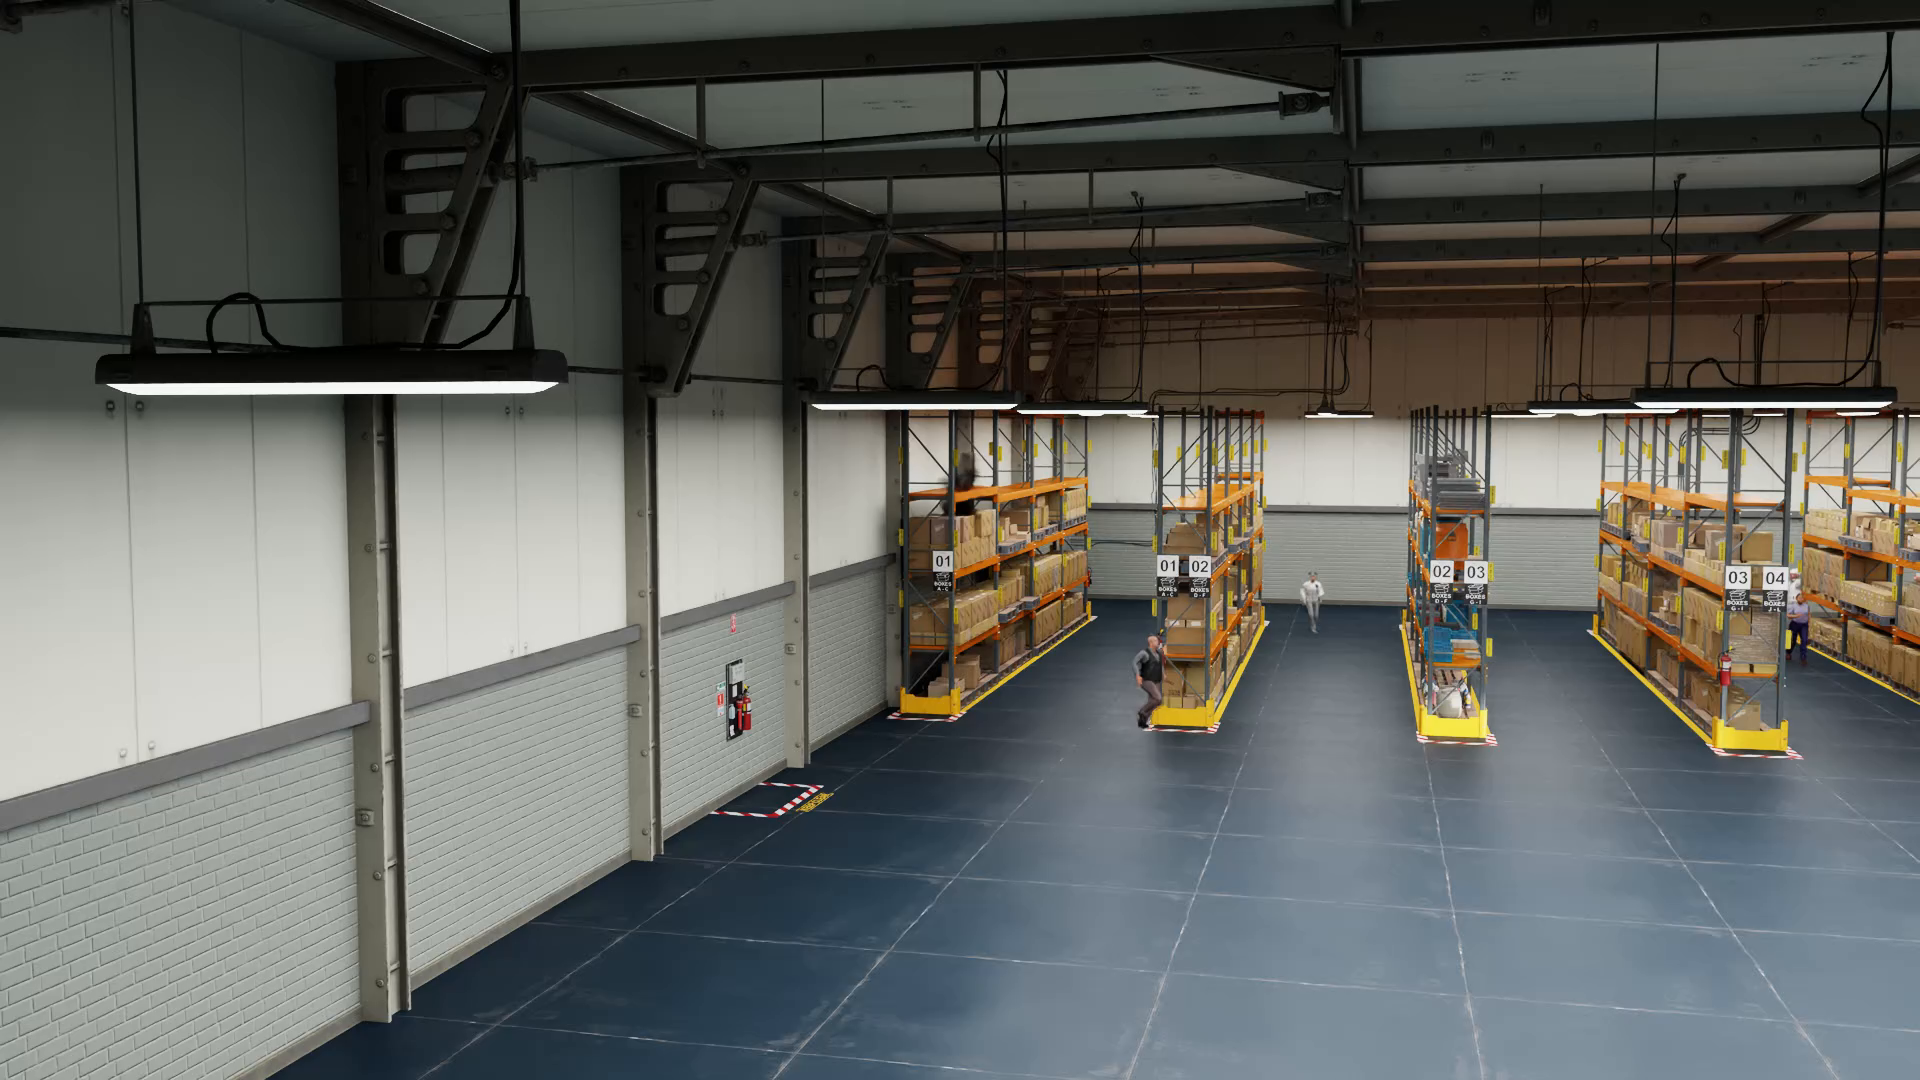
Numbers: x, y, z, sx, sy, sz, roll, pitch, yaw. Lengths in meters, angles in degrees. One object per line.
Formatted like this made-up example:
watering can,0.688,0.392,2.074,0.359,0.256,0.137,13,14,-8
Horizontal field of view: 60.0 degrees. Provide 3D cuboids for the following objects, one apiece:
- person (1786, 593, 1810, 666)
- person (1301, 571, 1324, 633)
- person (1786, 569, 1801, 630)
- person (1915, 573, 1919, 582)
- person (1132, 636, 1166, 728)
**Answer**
person,19.725,2.080,39.143,0.632,1.642,0.902,1,4,8
person,9.550,1.683,45.077,0.603,1.681,0.752,0,4,4
person,22.336,1.655,44.487,0.926,1.787,0.690,0,4,-4
person,25.214,1.715,43.724,0.780,1.748,0.653,1,4,8
person,3.510,2.588,30.215,0.589,1.662,0.540,-4,6,-43
